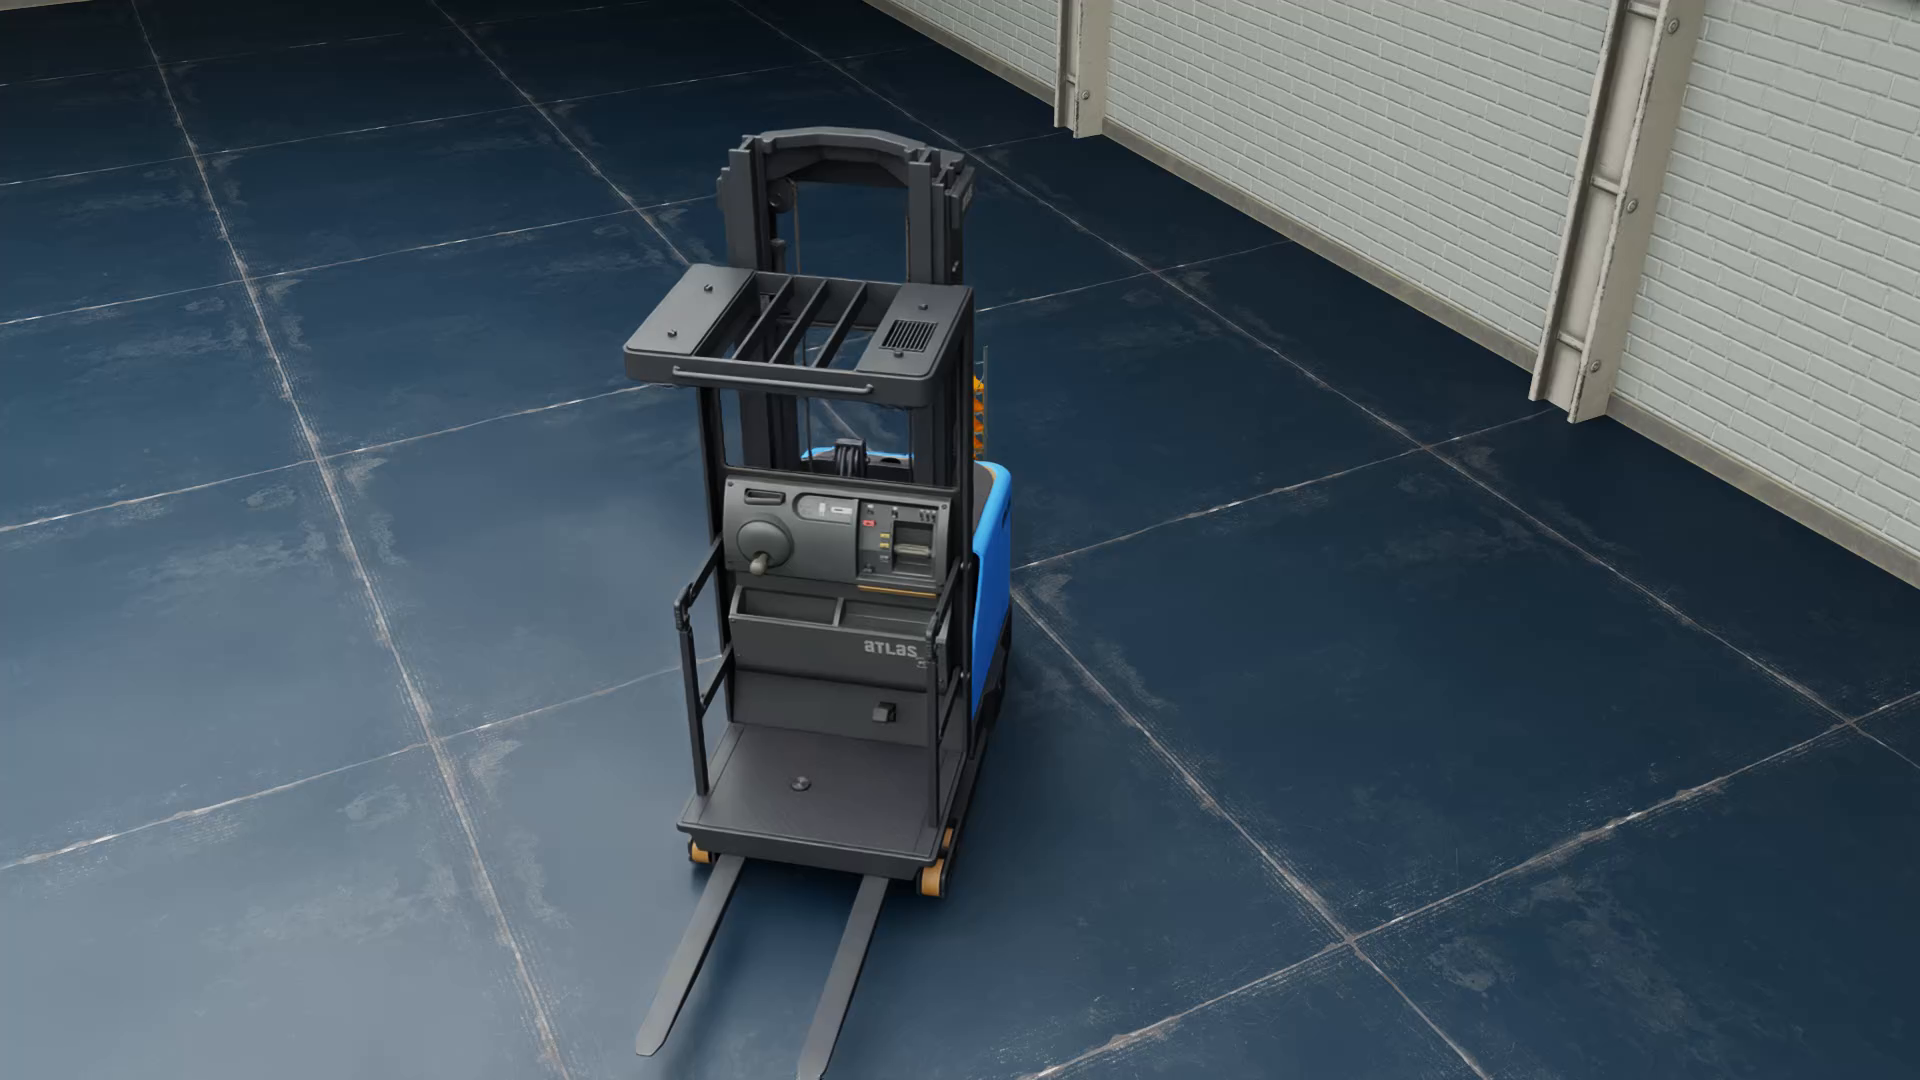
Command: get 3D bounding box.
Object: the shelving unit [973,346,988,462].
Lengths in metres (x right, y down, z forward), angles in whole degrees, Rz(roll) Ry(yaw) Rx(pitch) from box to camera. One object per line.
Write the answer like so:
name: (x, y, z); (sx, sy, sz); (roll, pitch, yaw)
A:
shelving unit: (-0.007, -0.512, 8.956); (0.258, 1.200, 0.189); (-16, 36, -23)

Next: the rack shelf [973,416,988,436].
rack shelf: (-0.007, -0.576, 8.915); (0.258, 0.103, 0.180); (-16, 36, -23)

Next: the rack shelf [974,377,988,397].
rack shelf: (-0.007, -0.778, 8.786); (0.258, 0.103, 0.180); (-16, 36, -23)

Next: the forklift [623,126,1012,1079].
forklift: (-0.539, 0.035, 6.497); (1.130, 2.935, 3.031); (6, 33, 10)

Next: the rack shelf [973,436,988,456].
rack shelf: (-0.007, -0.475, 8.980); (0.258, 0.103, 0.180); (-16, 36, -23)

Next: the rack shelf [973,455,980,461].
rack shelf: (-0.007, -0.374, 9.044); (0.258, 0.103, 0.180); (-16, 36, -23)

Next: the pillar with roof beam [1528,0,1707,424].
pillar with roof beam: (0.071, -3.566, 6.494); (9.100, 9.000, 0.400); (-16, 36, -23)

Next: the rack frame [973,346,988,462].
rack frame: (0.036, -0.468, 8.888); (0.240, 1.200, 0.006); (-16, 36, -23)

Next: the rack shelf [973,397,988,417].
rack shelf: (-0.007, -0.677, 8.850); (0.258, 0.103, 0.180); (-16, 36, -23)

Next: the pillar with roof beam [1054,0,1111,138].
pillar with roof beam: (-2.726, -6.430, 10.963); (9.100, 9.000, 0.400); (-16, 36, -23)
